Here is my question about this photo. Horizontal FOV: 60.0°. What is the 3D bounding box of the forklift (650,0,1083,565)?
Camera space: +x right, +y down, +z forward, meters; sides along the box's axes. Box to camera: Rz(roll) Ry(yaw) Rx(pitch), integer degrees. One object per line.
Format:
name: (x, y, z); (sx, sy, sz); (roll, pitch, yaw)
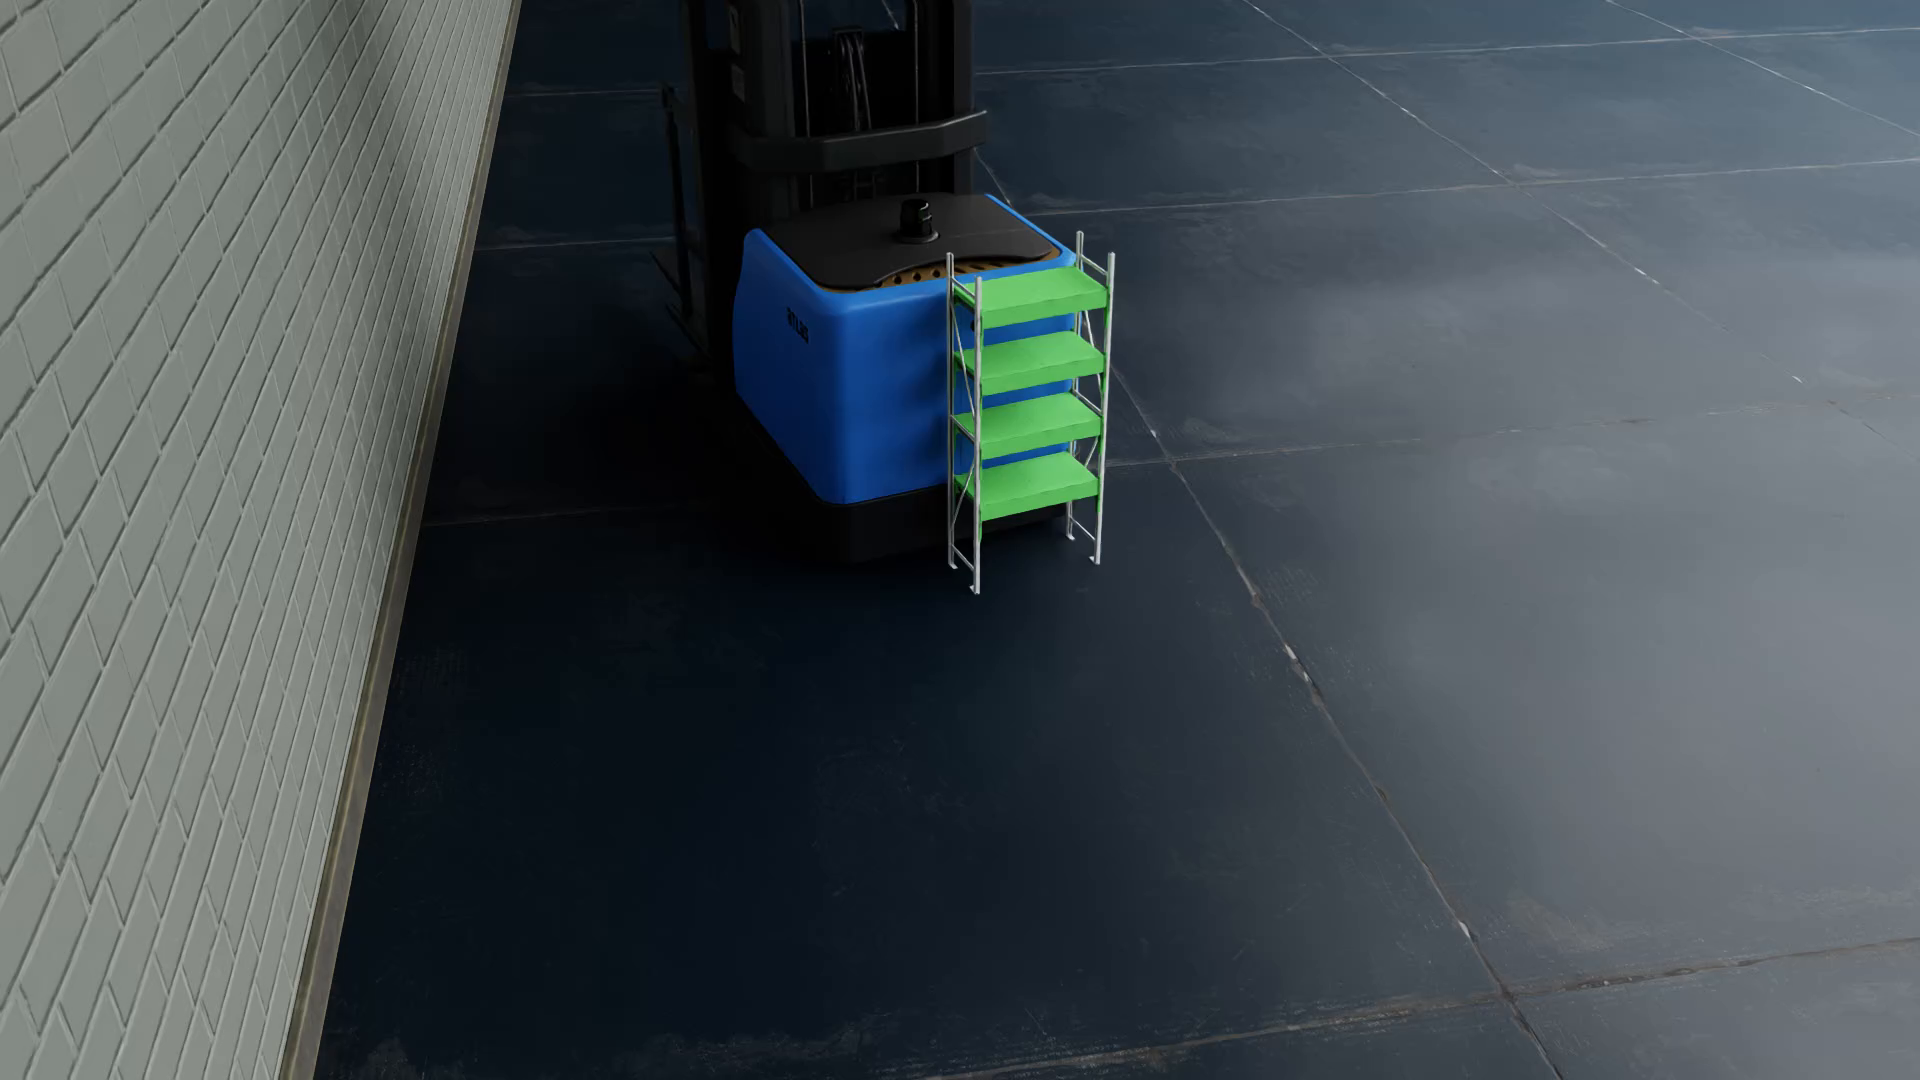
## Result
forklift: (-0.616, -1.904, 6.596); (1.130, 2.935, 3.031); (-13, 33, -21)

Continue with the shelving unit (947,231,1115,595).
shelving unit: (0.234, -0.430, 5.797); (0.503, 1.200, 0.258); (-13, 33, -21)

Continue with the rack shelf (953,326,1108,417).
rack shelf: (0.234, -0.581, 5.708); (0.480, 0.148, 0.258); (-13, 33, -21)

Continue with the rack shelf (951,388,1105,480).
rack shelf: (0.234, -0.375, 5.829); (0.480, 0.148, 0.258); (-13, 33, -21)

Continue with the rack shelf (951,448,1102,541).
rack shelf: (0.234, -0.168, 5.951); (0.480, 0.148, 0.258); (-13, 33, -21)

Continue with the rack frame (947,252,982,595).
rack frame: (0.012, -0.378, 5.709); (0.015, 1.200, 0.240); (-13, 33, -21)

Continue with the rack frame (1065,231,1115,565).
rack frame: (0.455, -0.482, 5.885); (0.015, 1.200, 0.240); (-13, 33, -21)

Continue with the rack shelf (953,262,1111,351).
rack shelf: (0.234, -0.788, 5.586); (0.480, 0.148, 0.258); (-13, 33, -21)
